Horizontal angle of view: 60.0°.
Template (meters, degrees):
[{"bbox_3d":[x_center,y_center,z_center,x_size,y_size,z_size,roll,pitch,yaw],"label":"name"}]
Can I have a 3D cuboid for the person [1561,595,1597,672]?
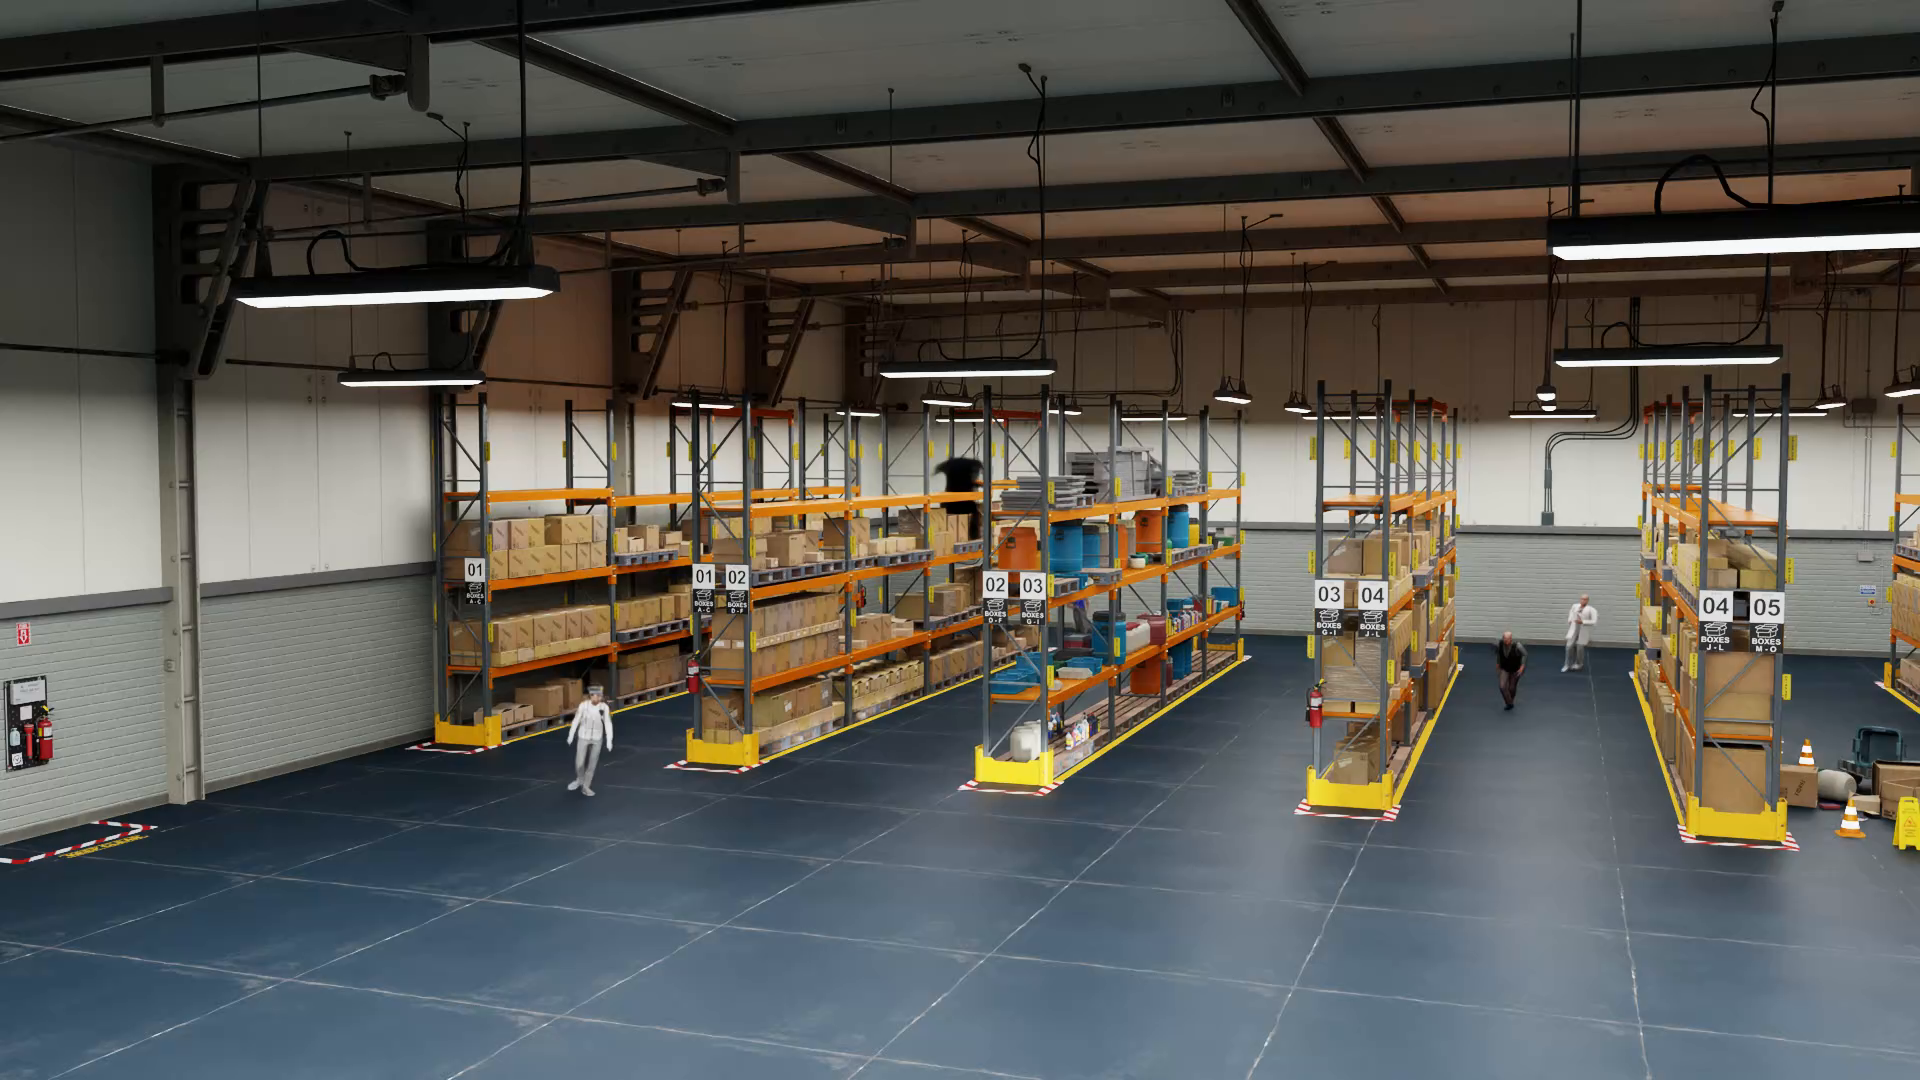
[{"bbox_3d":[14.111,2.129,37.732,0.744,1.814,0.756,2,4,39],"label":"person"}]

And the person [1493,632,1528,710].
[{"bbox_3d":[10.681,2.519,32.215,0.663,1.546,0.976,2,3,28],"label":"person"}]

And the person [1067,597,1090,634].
[{"bbox_3d":[3.063,1.920,43.047,0.621,1.619,0.801,-1,3,-10],"label":"person"}]

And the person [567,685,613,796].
[{"bbox_3d":[-5.376,2.911,24.162,0.632,1.634,0.541,-1,3,-19],"label":"person"}]
